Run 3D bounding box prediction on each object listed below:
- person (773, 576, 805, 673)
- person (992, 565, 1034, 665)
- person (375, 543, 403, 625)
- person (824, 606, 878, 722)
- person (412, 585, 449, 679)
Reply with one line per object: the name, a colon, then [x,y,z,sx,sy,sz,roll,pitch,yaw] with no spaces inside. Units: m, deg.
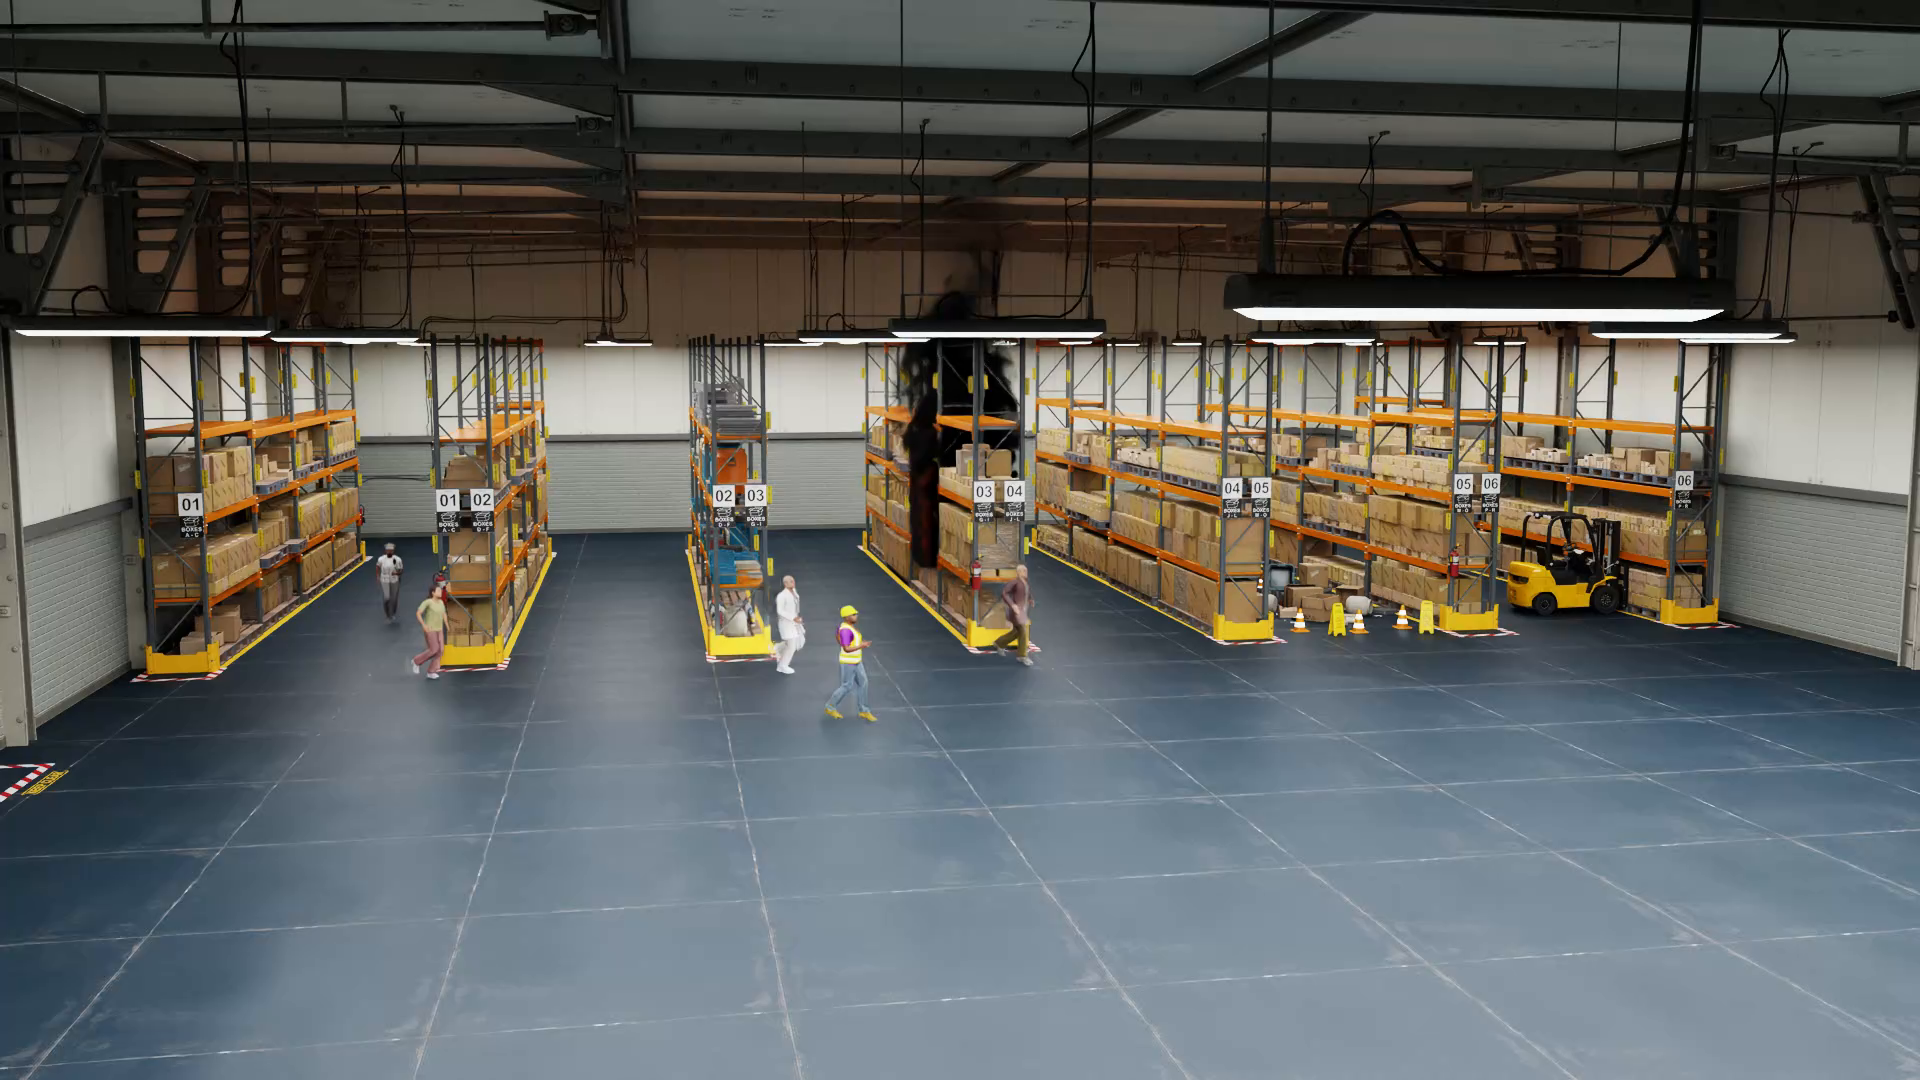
person: [-3.029,1.491,29.516,0.700,1.739,0.745,3,7,24]
person: [1.028,1.346,30.549,0.923,1.807,0.717,4,8,31]
person: [-11.907,0.917,34.740,0.536,1.726,0.801,-3,7,-22]
person: [-1.682,1.909,25.543,0.815,1.810,0.682,1,7,10]
person: [-9.249,1.583,29.187,0.578,1.616,0.629,3,7,26]
